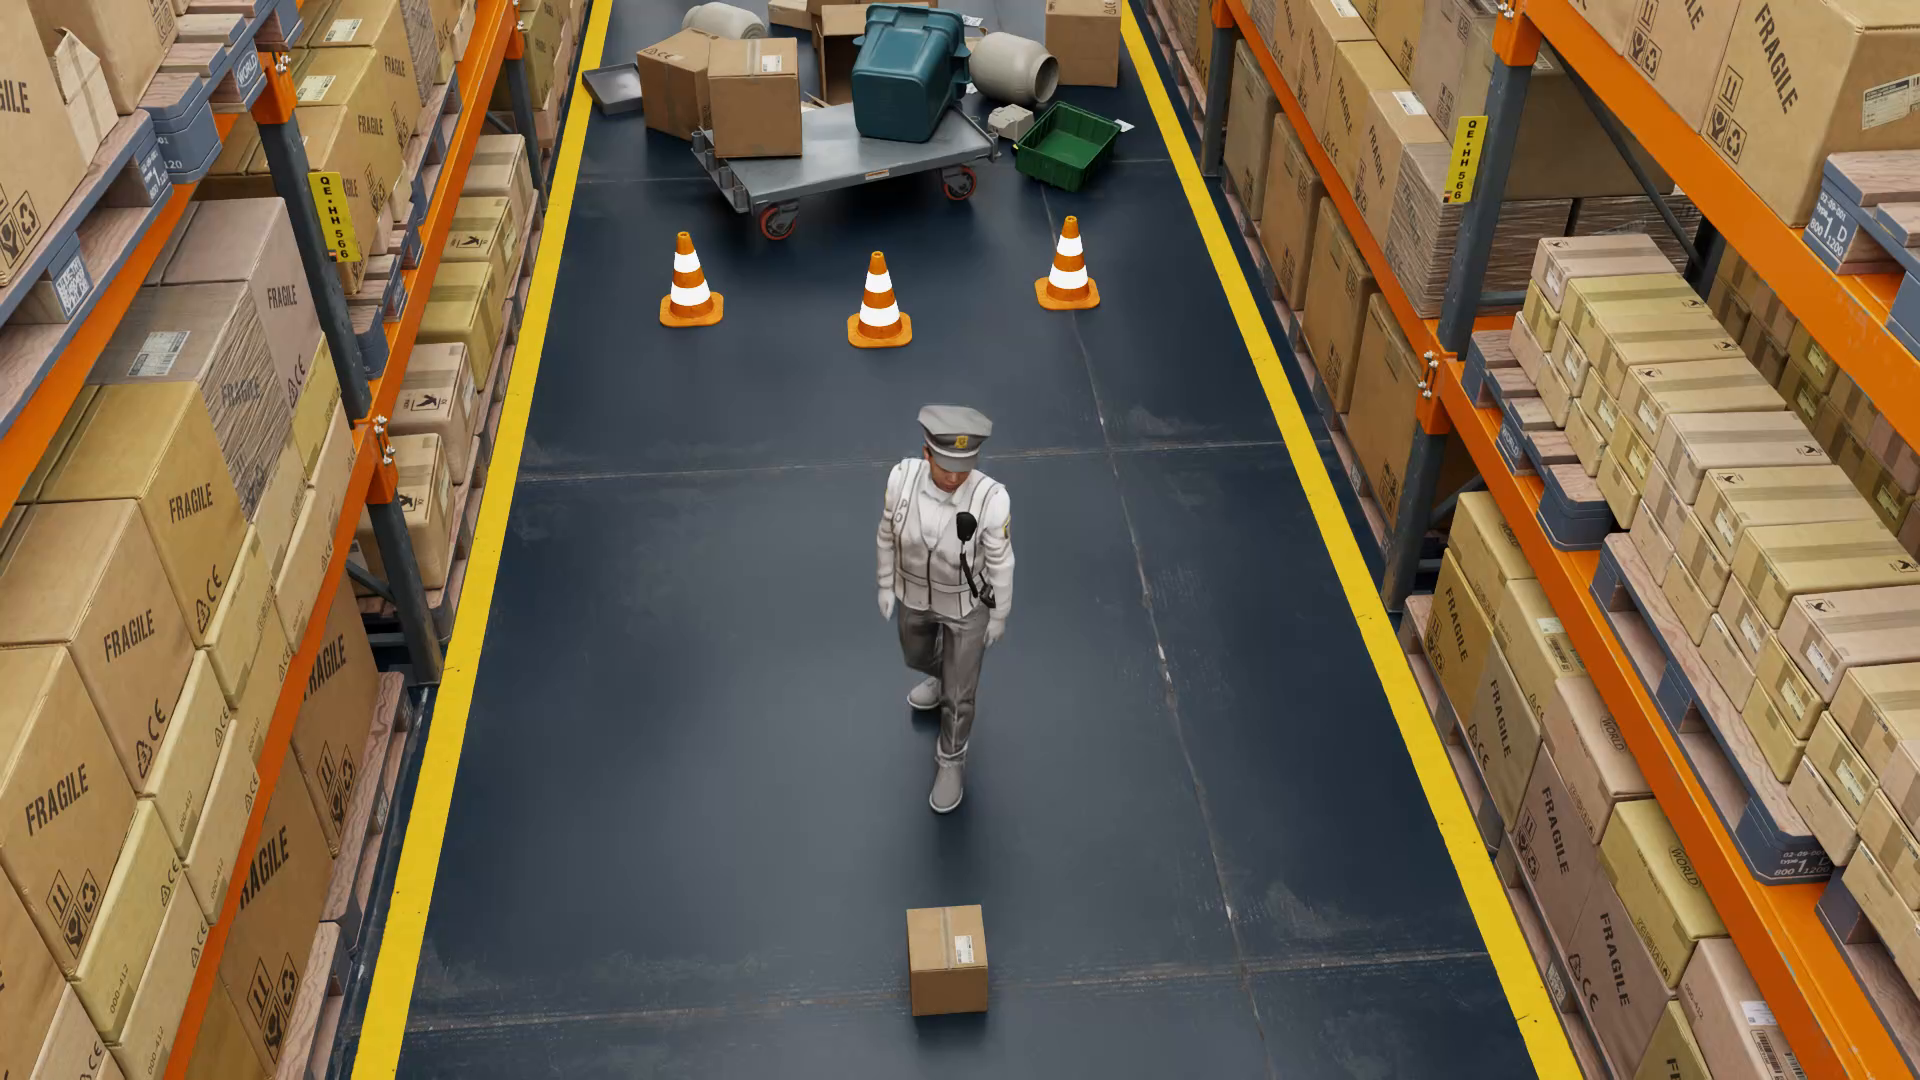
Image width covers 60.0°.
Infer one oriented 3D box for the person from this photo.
[{"bbox_3d":[-0.035,0.169,5.934,0.501,1.665,0.653,14,42,17],"label":"person"}]
